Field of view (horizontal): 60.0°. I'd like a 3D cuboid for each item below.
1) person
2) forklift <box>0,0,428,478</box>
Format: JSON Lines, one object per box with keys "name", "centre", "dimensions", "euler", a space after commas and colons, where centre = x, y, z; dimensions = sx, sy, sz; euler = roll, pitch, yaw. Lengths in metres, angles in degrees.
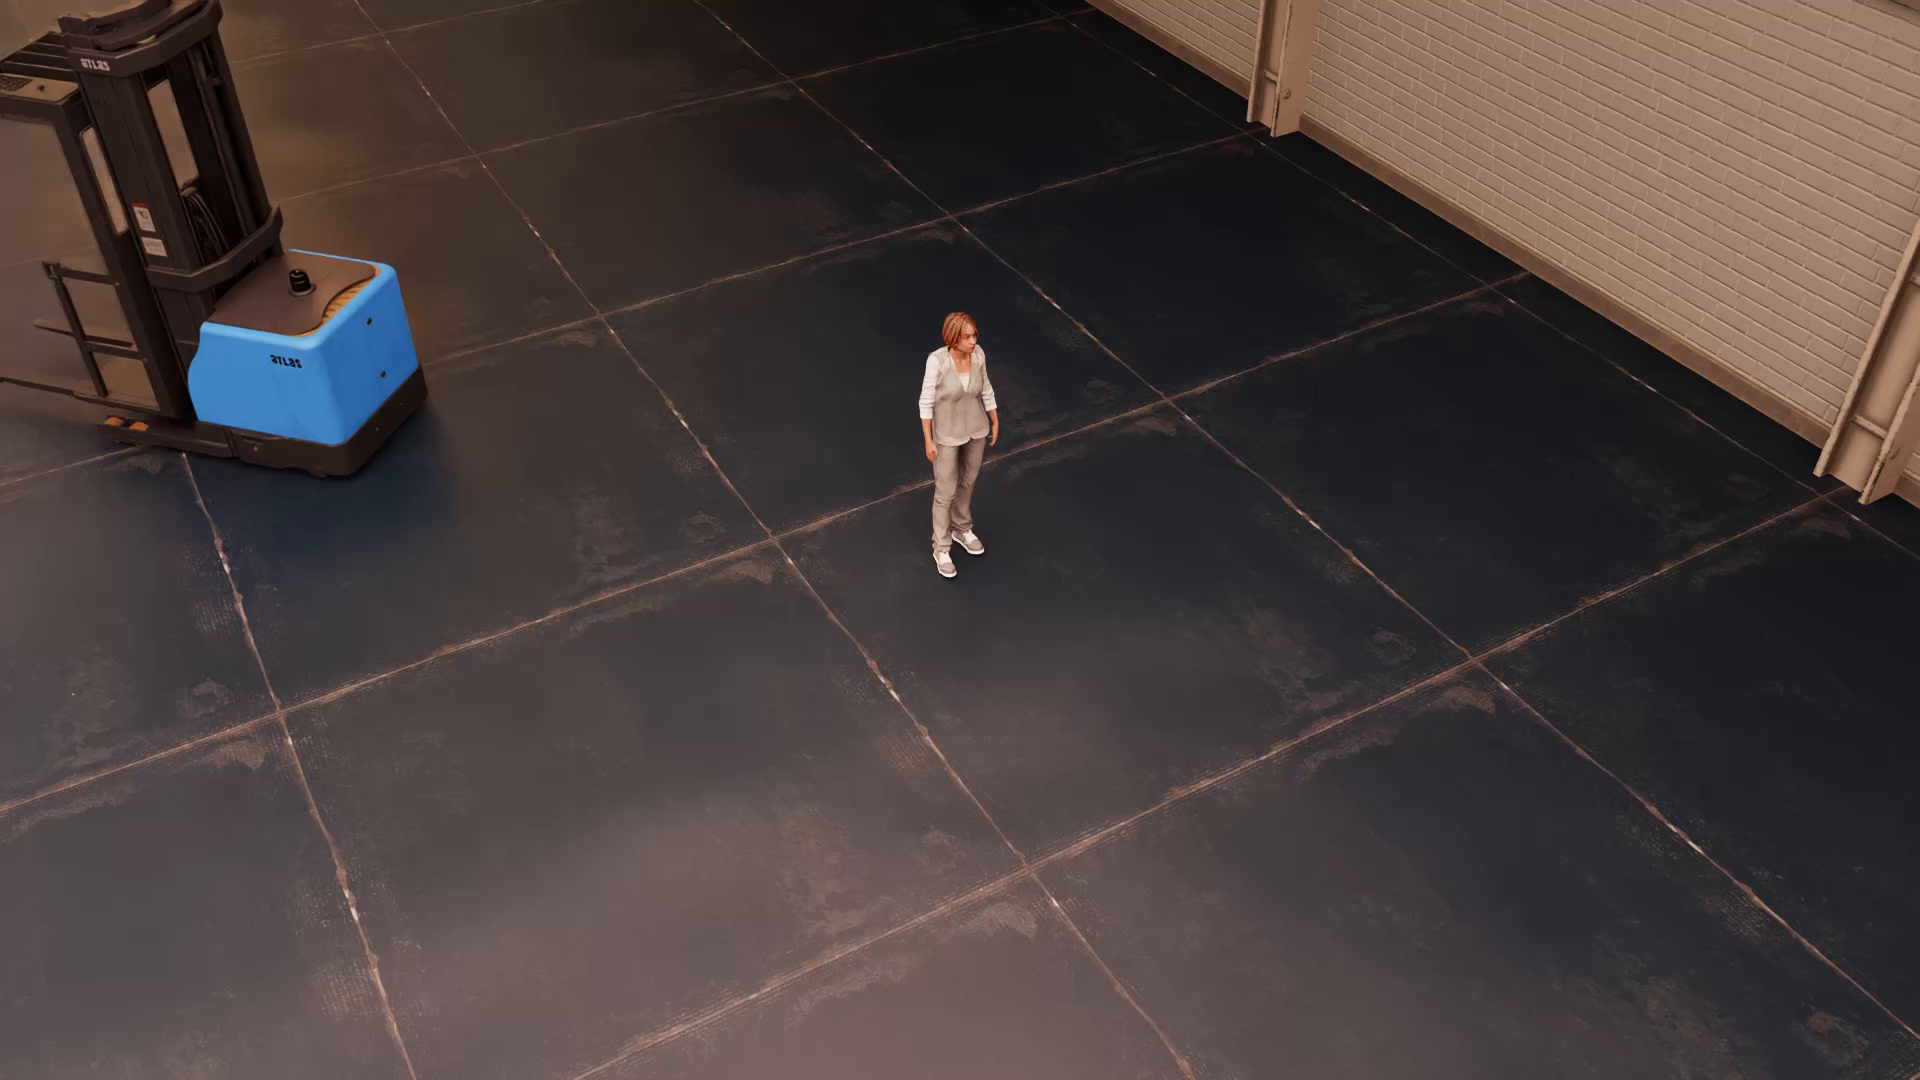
{"name": "person", "centre": [0.025, -0.573, 9.763], "dimensions": [0.520, 1.595, 0.473], "euler": [-20, 44, -23]}
{"name": "forklift", "centre": [-5.229, -2.059, 10.518], "dimensions": [3.031, 2.935, 1.130], "euler": [10, 41, 12]}
